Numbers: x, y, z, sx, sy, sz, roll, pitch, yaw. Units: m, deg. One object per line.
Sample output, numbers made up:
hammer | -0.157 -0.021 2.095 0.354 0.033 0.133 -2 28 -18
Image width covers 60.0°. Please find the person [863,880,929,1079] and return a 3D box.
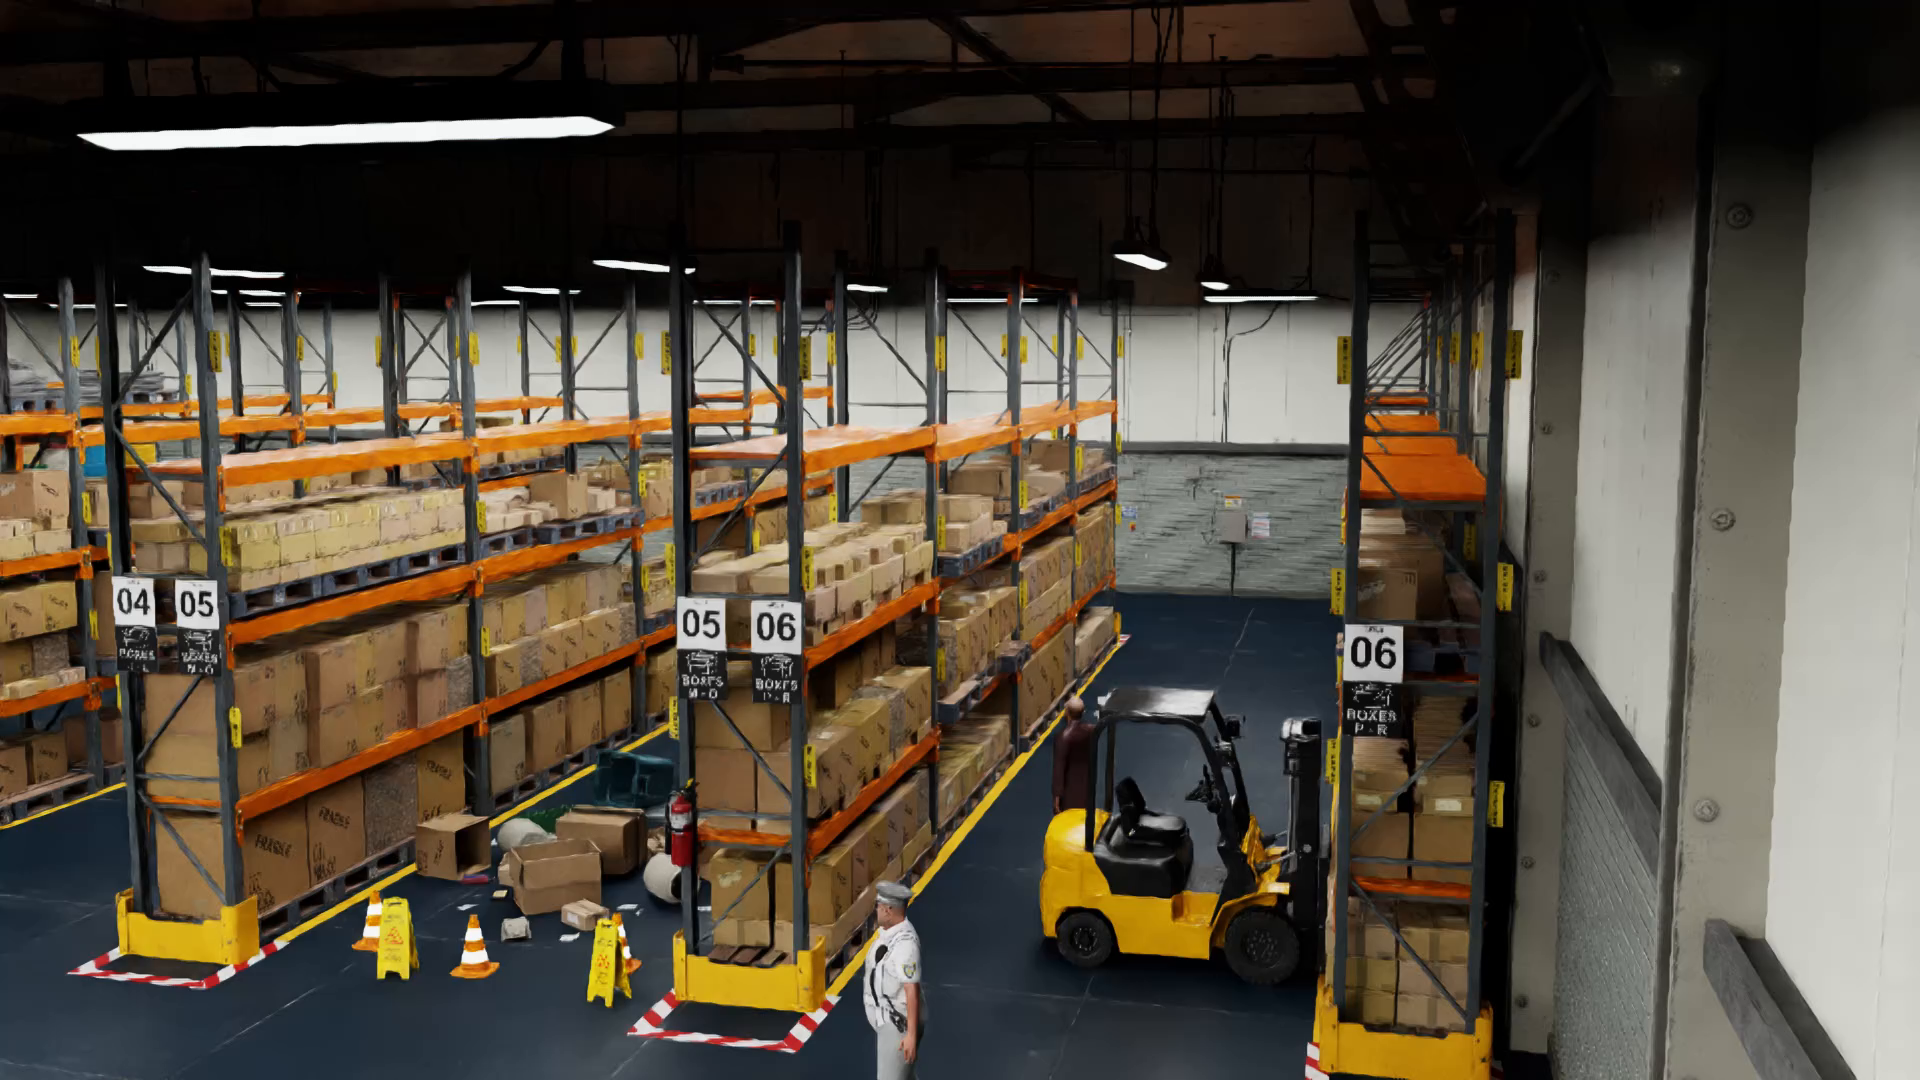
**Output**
person | -0.375 3.023 10.440 0.446 1.750 0.651 -2 7 -13

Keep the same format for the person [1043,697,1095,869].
person | 1.020 2.356 15.780 0.591 1.778 0.675 6 9 39
